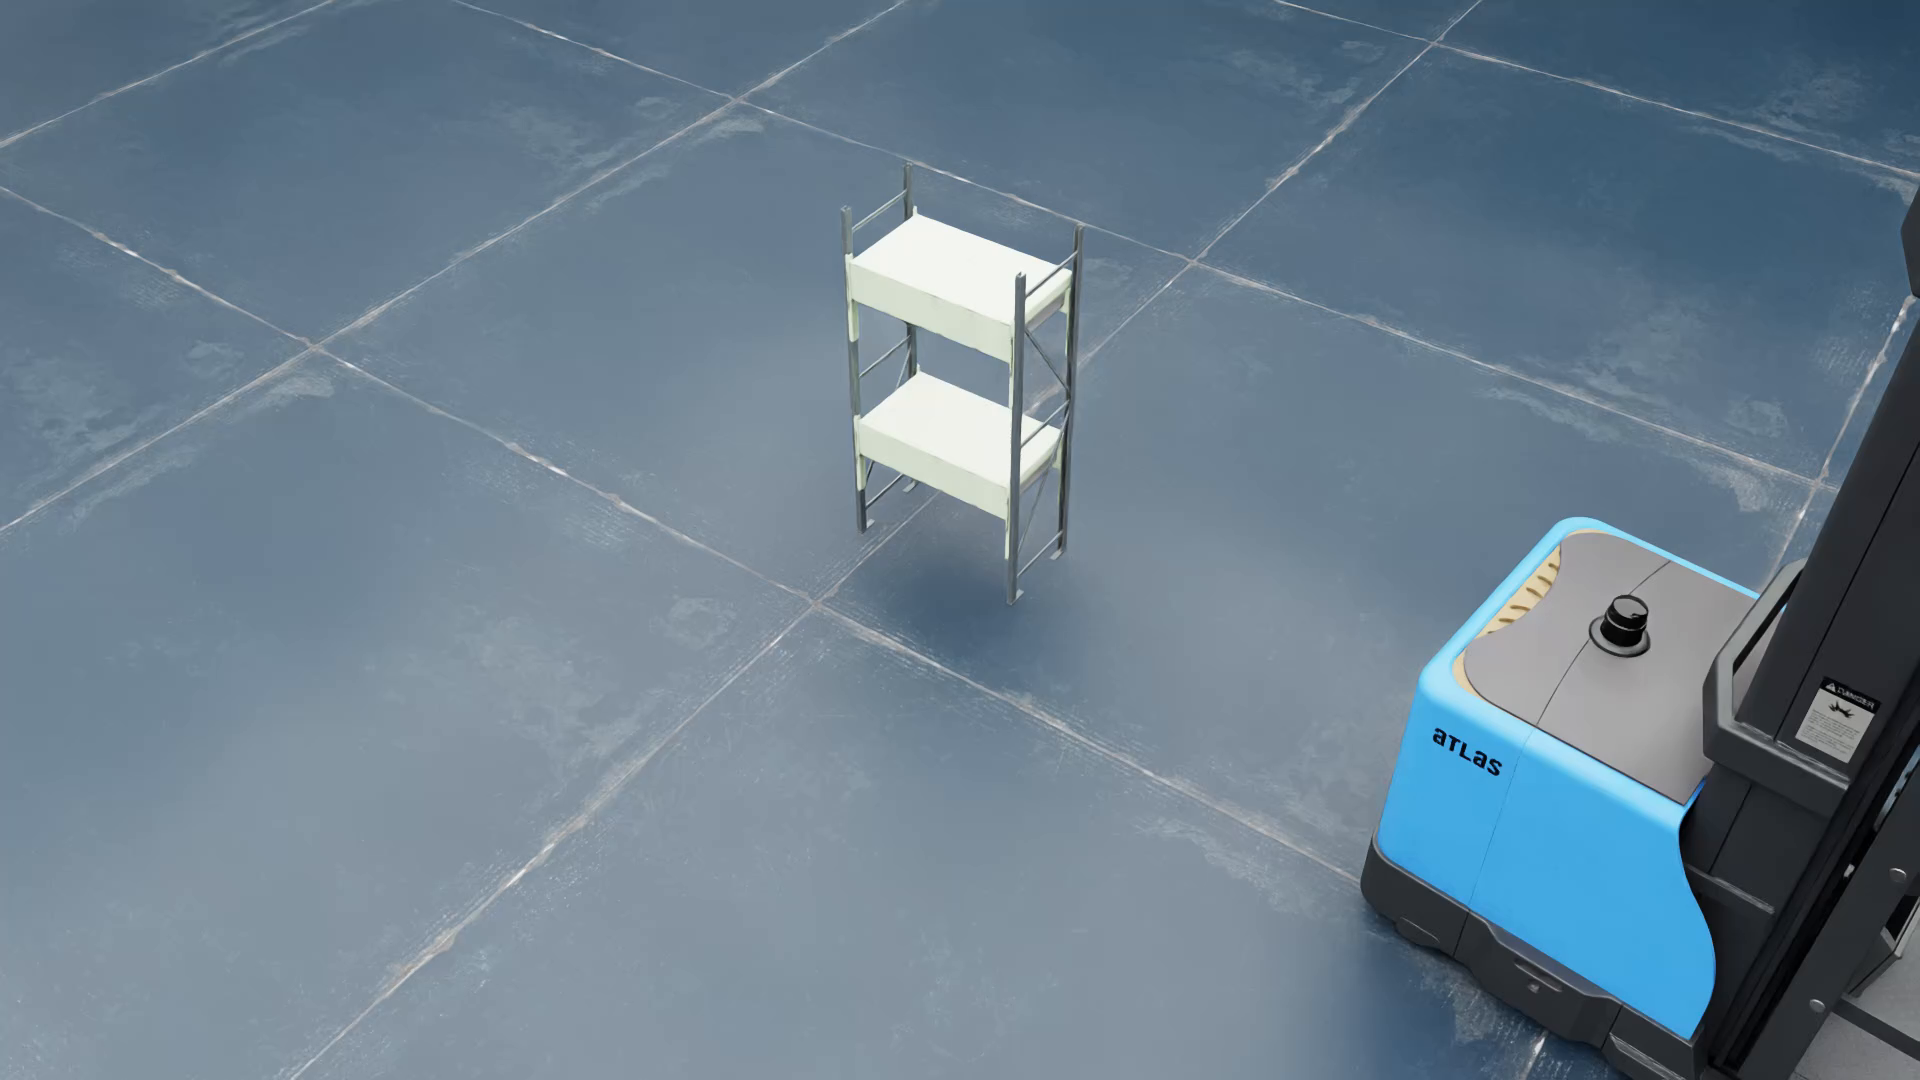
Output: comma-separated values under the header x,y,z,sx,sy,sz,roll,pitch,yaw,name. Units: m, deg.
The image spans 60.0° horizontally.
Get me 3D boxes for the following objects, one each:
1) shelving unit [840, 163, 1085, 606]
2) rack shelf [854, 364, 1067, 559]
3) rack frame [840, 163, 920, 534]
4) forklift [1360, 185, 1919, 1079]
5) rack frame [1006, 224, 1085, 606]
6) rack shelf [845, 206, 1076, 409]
x,y,z,sx,sy,sz,roll,pitch,yaw,name
0.005,-0.556,6.247,0.755,1.500,0.431,25,48,25,shelving unit
0.005,-0.313,6.464,0.720,0.370,0.431,25,48,25,rack shelf
-0.294,-0.697,6.404,0.023,1.500,0.400,25,48,25,rack frame
2.738,0.497,3.996,3.031,2.935,1.130,30,50,29,forklift
0.305,-0.416,6.090,0.023,1.500,0.400,25,48,25,rack frame
0.005,-0.847,5.987,0.720,0.370,0.431,25,48,25,rack shelf
